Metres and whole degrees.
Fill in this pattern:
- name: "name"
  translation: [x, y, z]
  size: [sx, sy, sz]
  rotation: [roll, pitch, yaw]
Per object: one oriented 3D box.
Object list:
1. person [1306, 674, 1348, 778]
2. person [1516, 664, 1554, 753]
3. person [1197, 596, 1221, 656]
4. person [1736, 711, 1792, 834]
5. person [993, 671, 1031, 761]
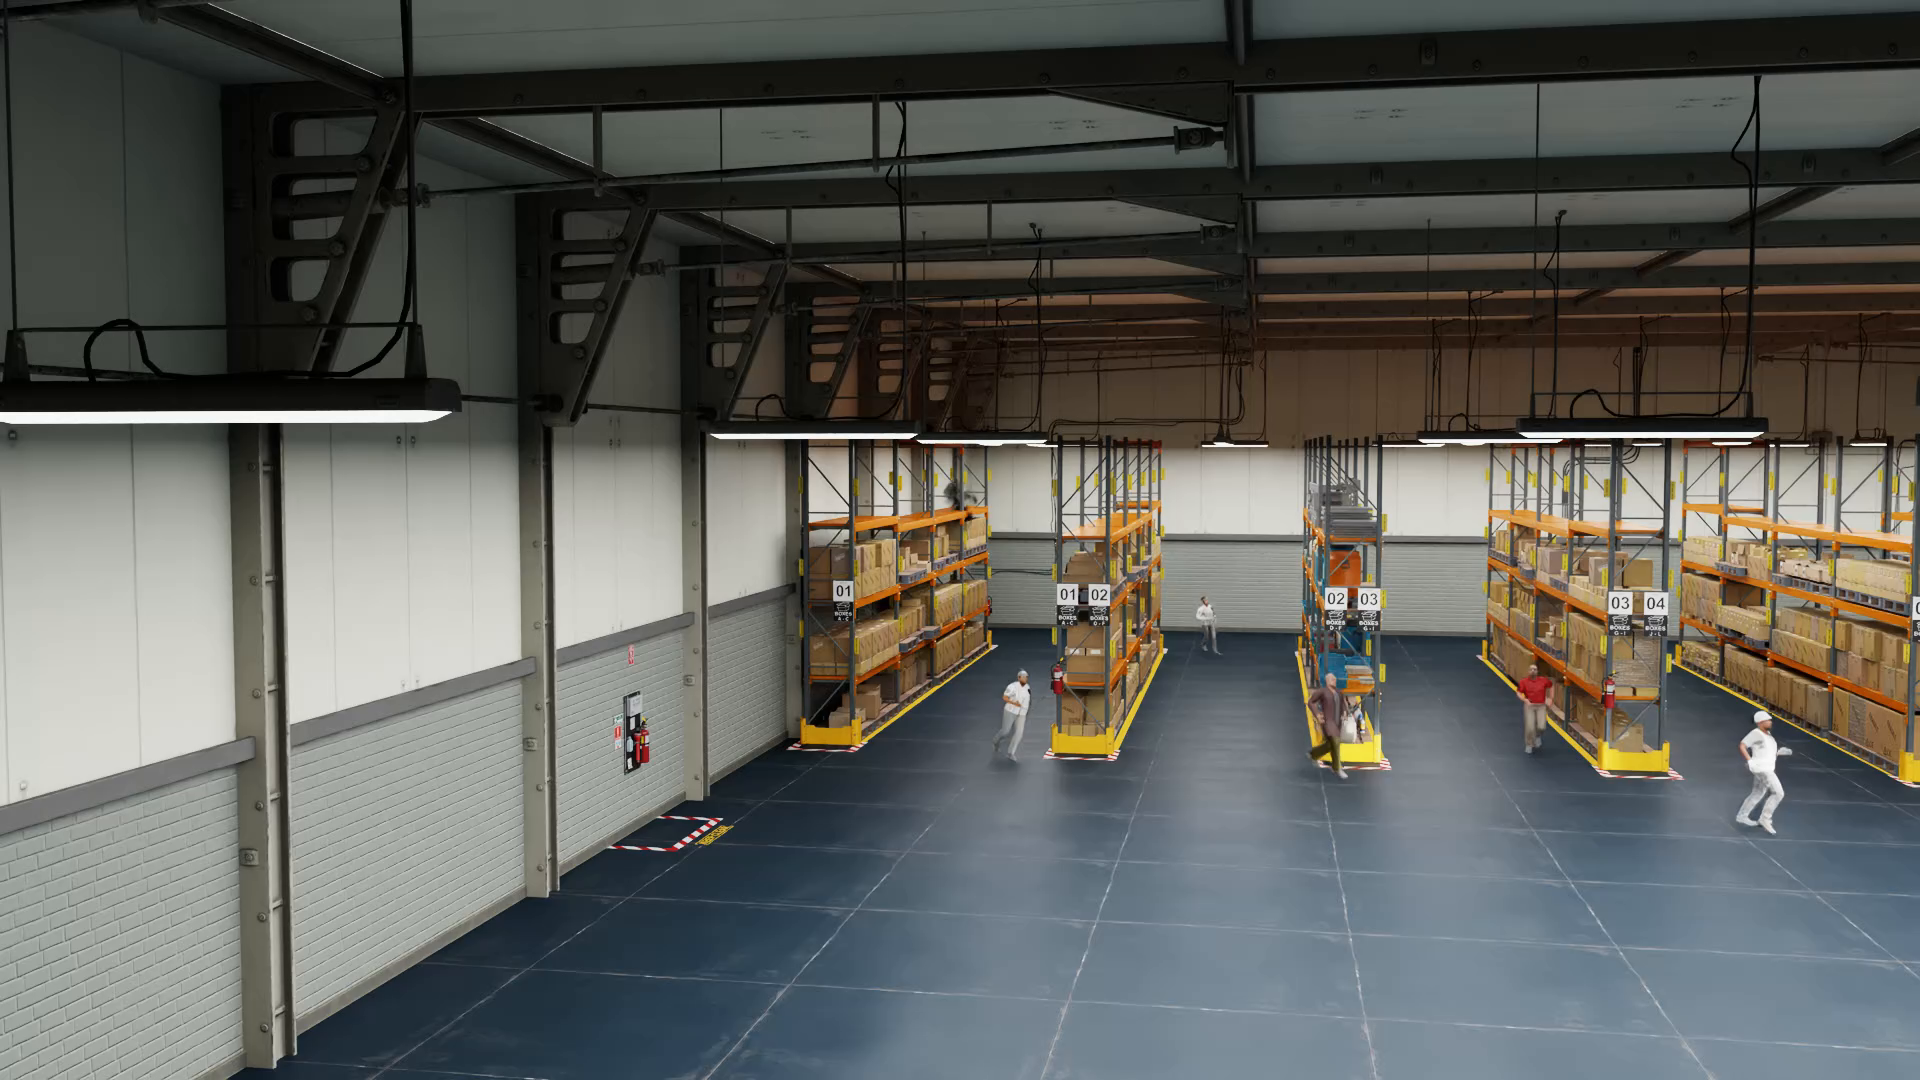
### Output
- name: "person"
  translation: [6.537, 3.262, 29.413]
  size: [0.749, 1.802, 0.960]
  rotation: [-3, 4, -40]
- name: "person"
  translation: [10.847, 3.188, 31.345]
  size: [0.689, 1.688, 0.718]
  rotation: [1, 3, 16]
- name: "person"
  translation: [6.906, 2.379, 46.582]
  size: [0.647, 1.663, 0.832]
  rotation: [-1, 3, -23]
- name: "person"
  translation: [12.067, 3.482, 24.957]
  size: [0.744, 1.824, 0.656]
  rotation: [2, 4, 32]
- name: "person"
  translation: [1.046, 3.247, 31.084]
  size: [0.657, 1.630, 0.863]
  rotation: [-1, 3, -23]
